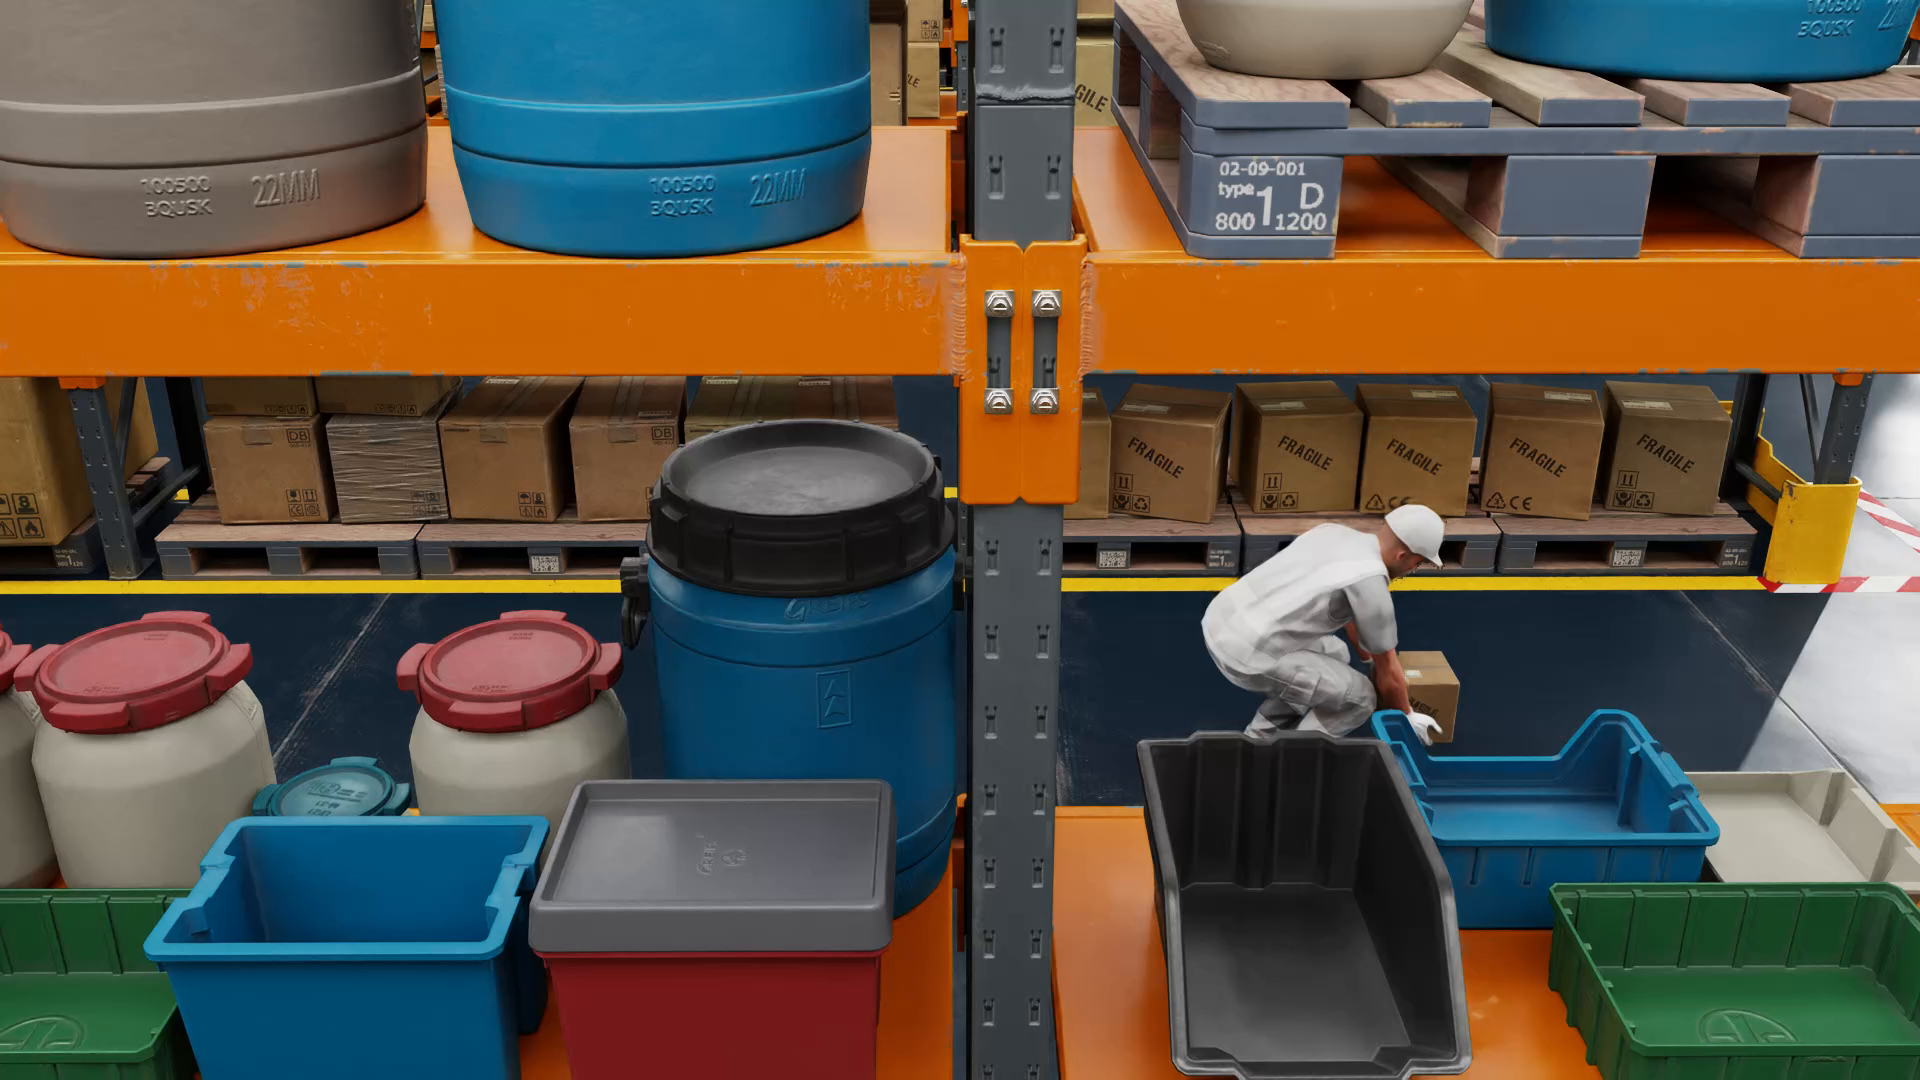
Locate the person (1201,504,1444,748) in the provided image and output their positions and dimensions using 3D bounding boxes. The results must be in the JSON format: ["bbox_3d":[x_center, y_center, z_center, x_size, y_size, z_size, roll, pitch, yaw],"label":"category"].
[{"bbox_3d":[1.314,0.378,6.106,0.858,1.074,0.573,0,24,-1],"label":"person"}]
